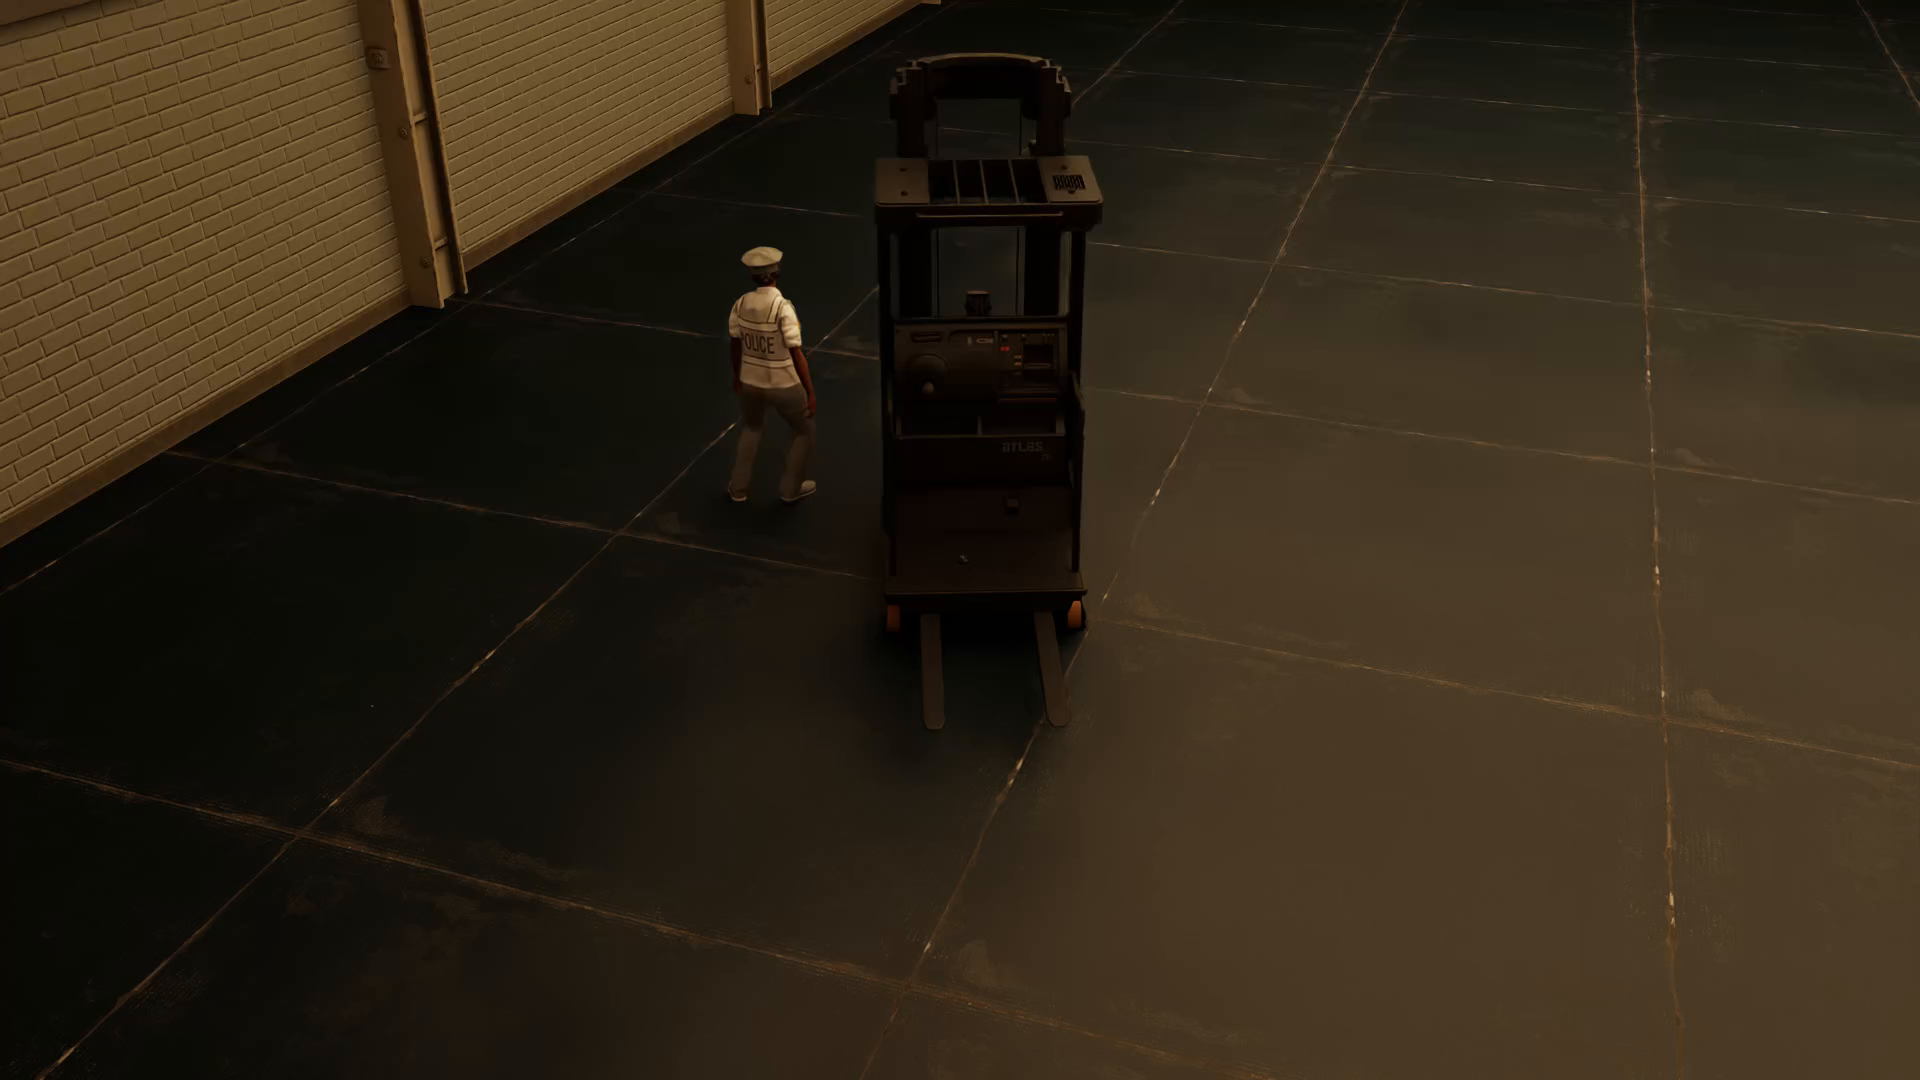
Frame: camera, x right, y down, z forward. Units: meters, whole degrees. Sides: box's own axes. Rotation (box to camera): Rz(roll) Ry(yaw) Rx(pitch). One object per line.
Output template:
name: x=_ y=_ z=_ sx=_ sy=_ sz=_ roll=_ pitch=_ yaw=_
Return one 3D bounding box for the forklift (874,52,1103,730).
forklift: x=0.121 y=-0.919 z=8.749 sx=1.130 sy=2.935 sz=3.031 roll=-1 pitch=30 yaw=-2

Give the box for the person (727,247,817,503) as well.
person: x=-1.134 y=-0.969 z=10.184 sx=0.748 sy=1.627 sz=0.461 roll=16 pitch=33 yaw=26
